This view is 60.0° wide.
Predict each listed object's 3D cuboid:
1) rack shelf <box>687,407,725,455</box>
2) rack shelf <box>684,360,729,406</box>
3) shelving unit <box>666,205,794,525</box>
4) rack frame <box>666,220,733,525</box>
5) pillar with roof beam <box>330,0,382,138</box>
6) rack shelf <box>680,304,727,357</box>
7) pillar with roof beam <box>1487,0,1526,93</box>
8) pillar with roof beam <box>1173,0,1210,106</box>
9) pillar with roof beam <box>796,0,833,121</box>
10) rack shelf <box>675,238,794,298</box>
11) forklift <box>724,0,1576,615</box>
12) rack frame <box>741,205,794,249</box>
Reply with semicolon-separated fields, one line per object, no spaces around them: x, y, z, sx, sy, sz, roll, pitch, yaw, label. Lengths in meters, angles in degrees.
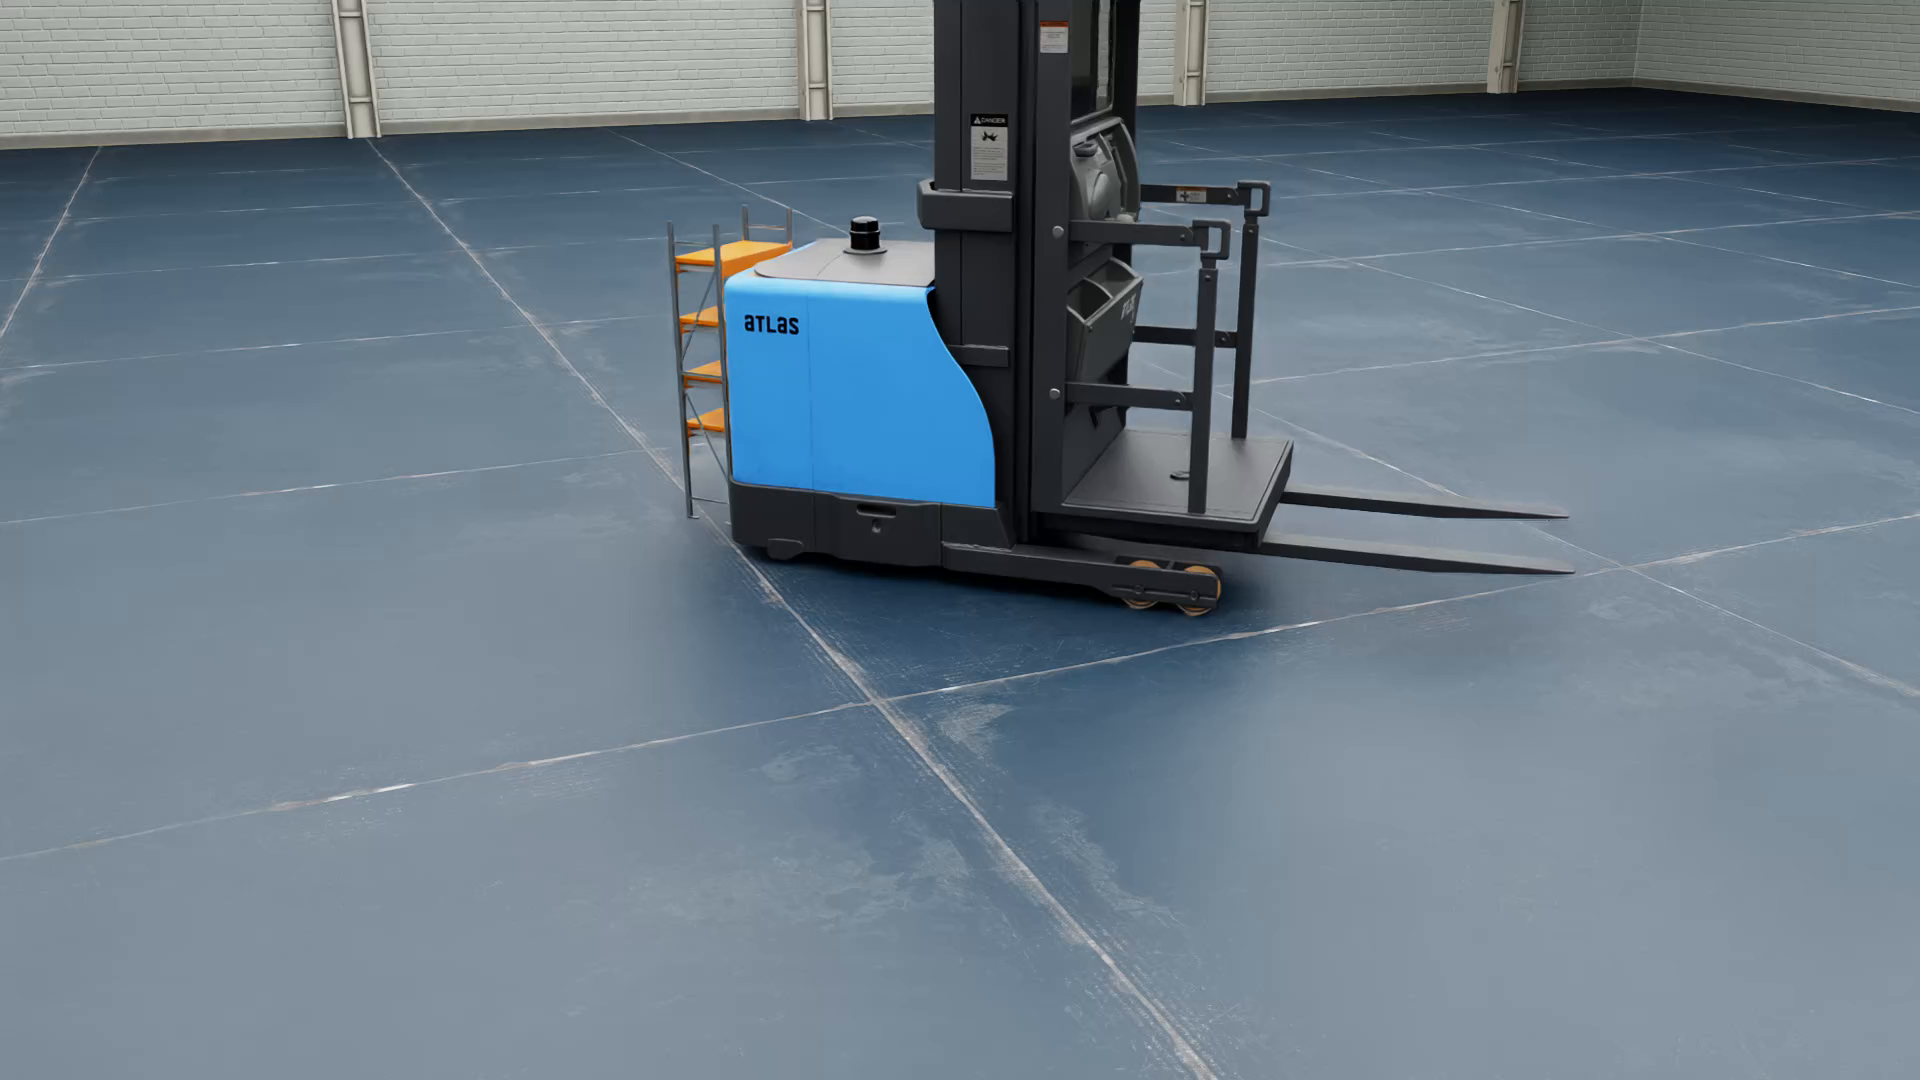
-0.891;-0.463;6.825;0.258;0.148;0.480;9;21;27;rack shelf
-0.894;-0.651;6.760;0.258;0.148;0.480;9;21;27;rack shelf
-0.895;-0.715;6.739;0.258;1.200;0.503;9;21;27;shelving unit
-1.013;-0.644;6.537;0.240;1.200;0.015;9;21;27;rack frame
-5.812;-8.019;15.747;0.400;9.000;9.100;-8;21;-22;pillar with roof beam
-0.897;-0.862;6.688;0.258;0.148;0.480;9;21;27;rack shelf
10.716;-10.387;22.472;0.400;9.000;9.100;-8;21;-22;pillar with roof beam
5.207;-9.598;20.231;0.400;9.000;9.100;-8;21;-22;pillar with roof beam
-0.303;-8.808;17.989;0.400;9.000;9.100;-8;21;-22;pillar with roof beam
-0.900;-1.086;6.611;0.258;0.148;0.480;9;21;27;rack shelf
0.706;-1.320;5.857;3.031;2.935;1.130;6;20;16;forklift
-0.777;-0.786;6.940;0.240;1.200;0.015;9;21;27;rack frame
